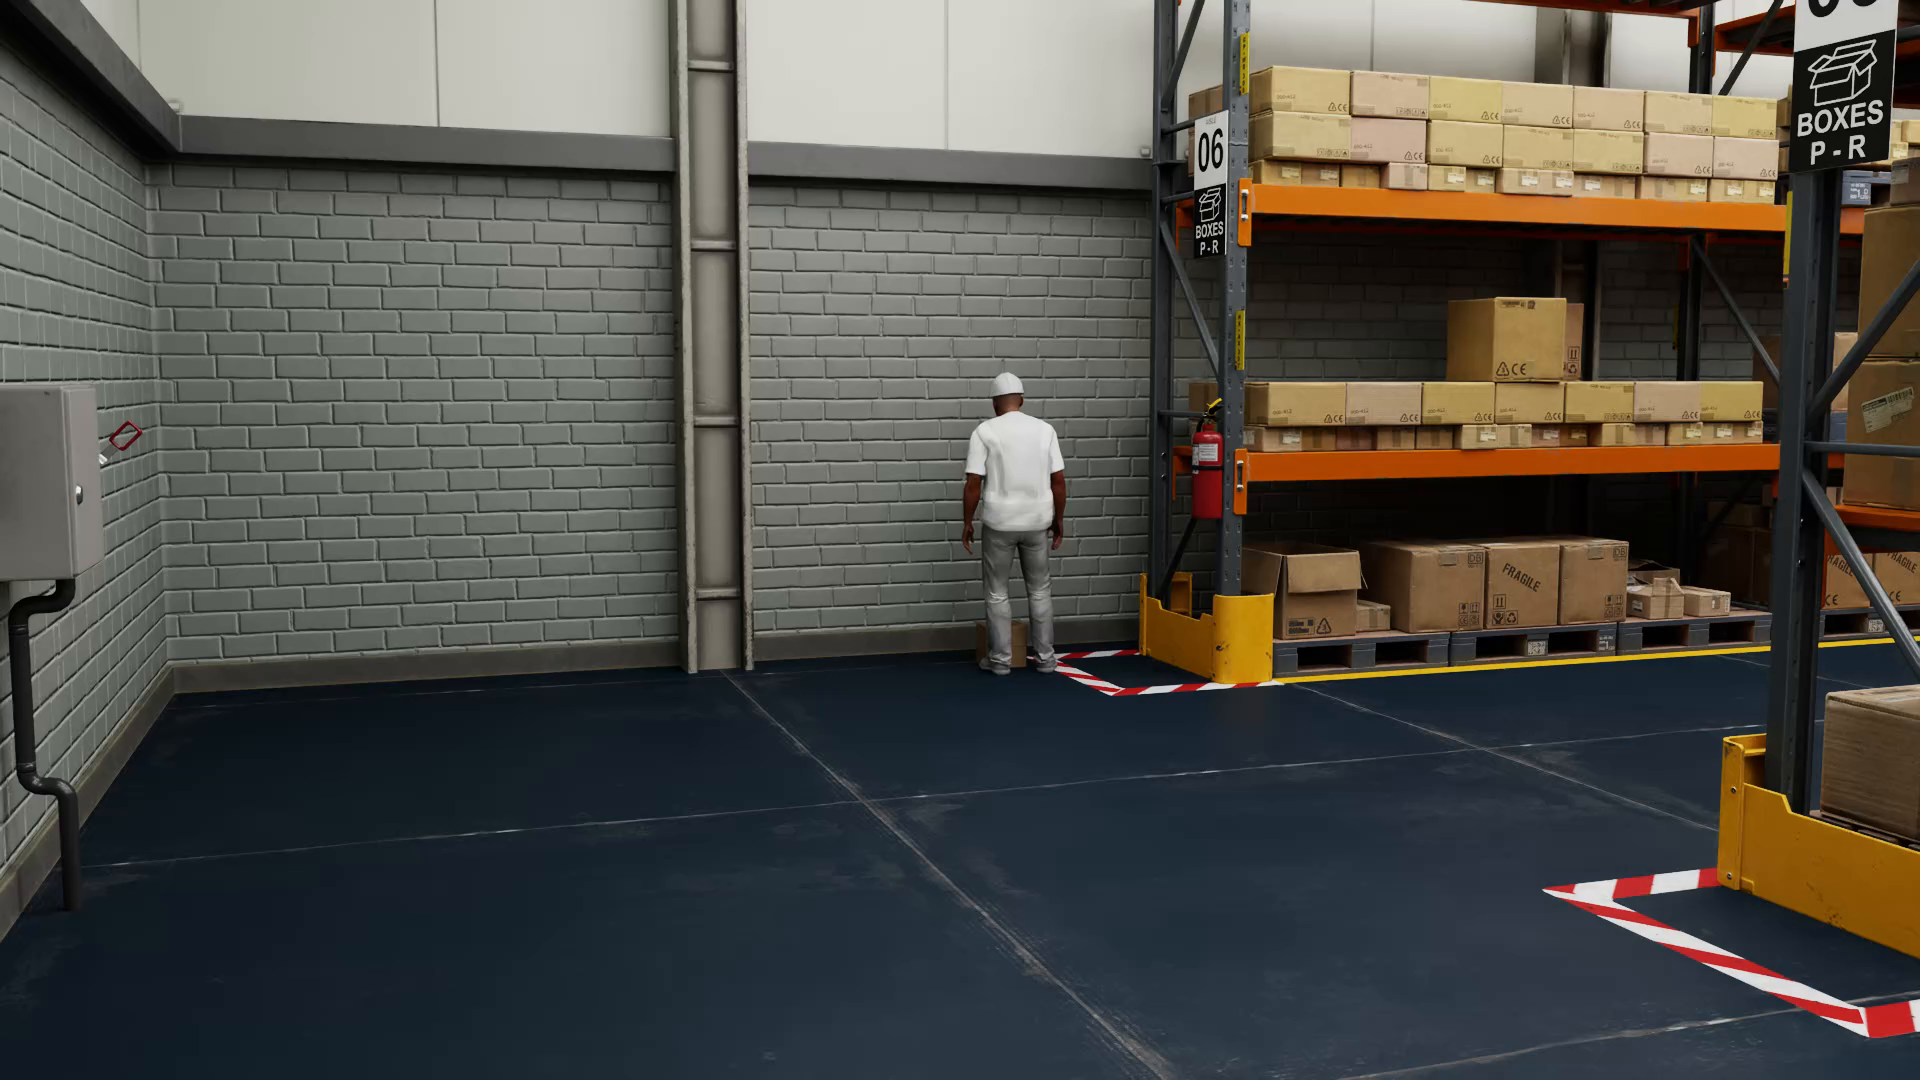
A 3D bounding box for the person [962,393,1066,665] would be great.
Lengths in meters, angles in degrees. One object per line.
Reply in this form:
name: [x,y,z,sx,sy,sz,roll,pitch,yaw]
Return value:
person: [0.311,-0.072,9.748,0.633,1.582,0.360,-2,6,-15]
